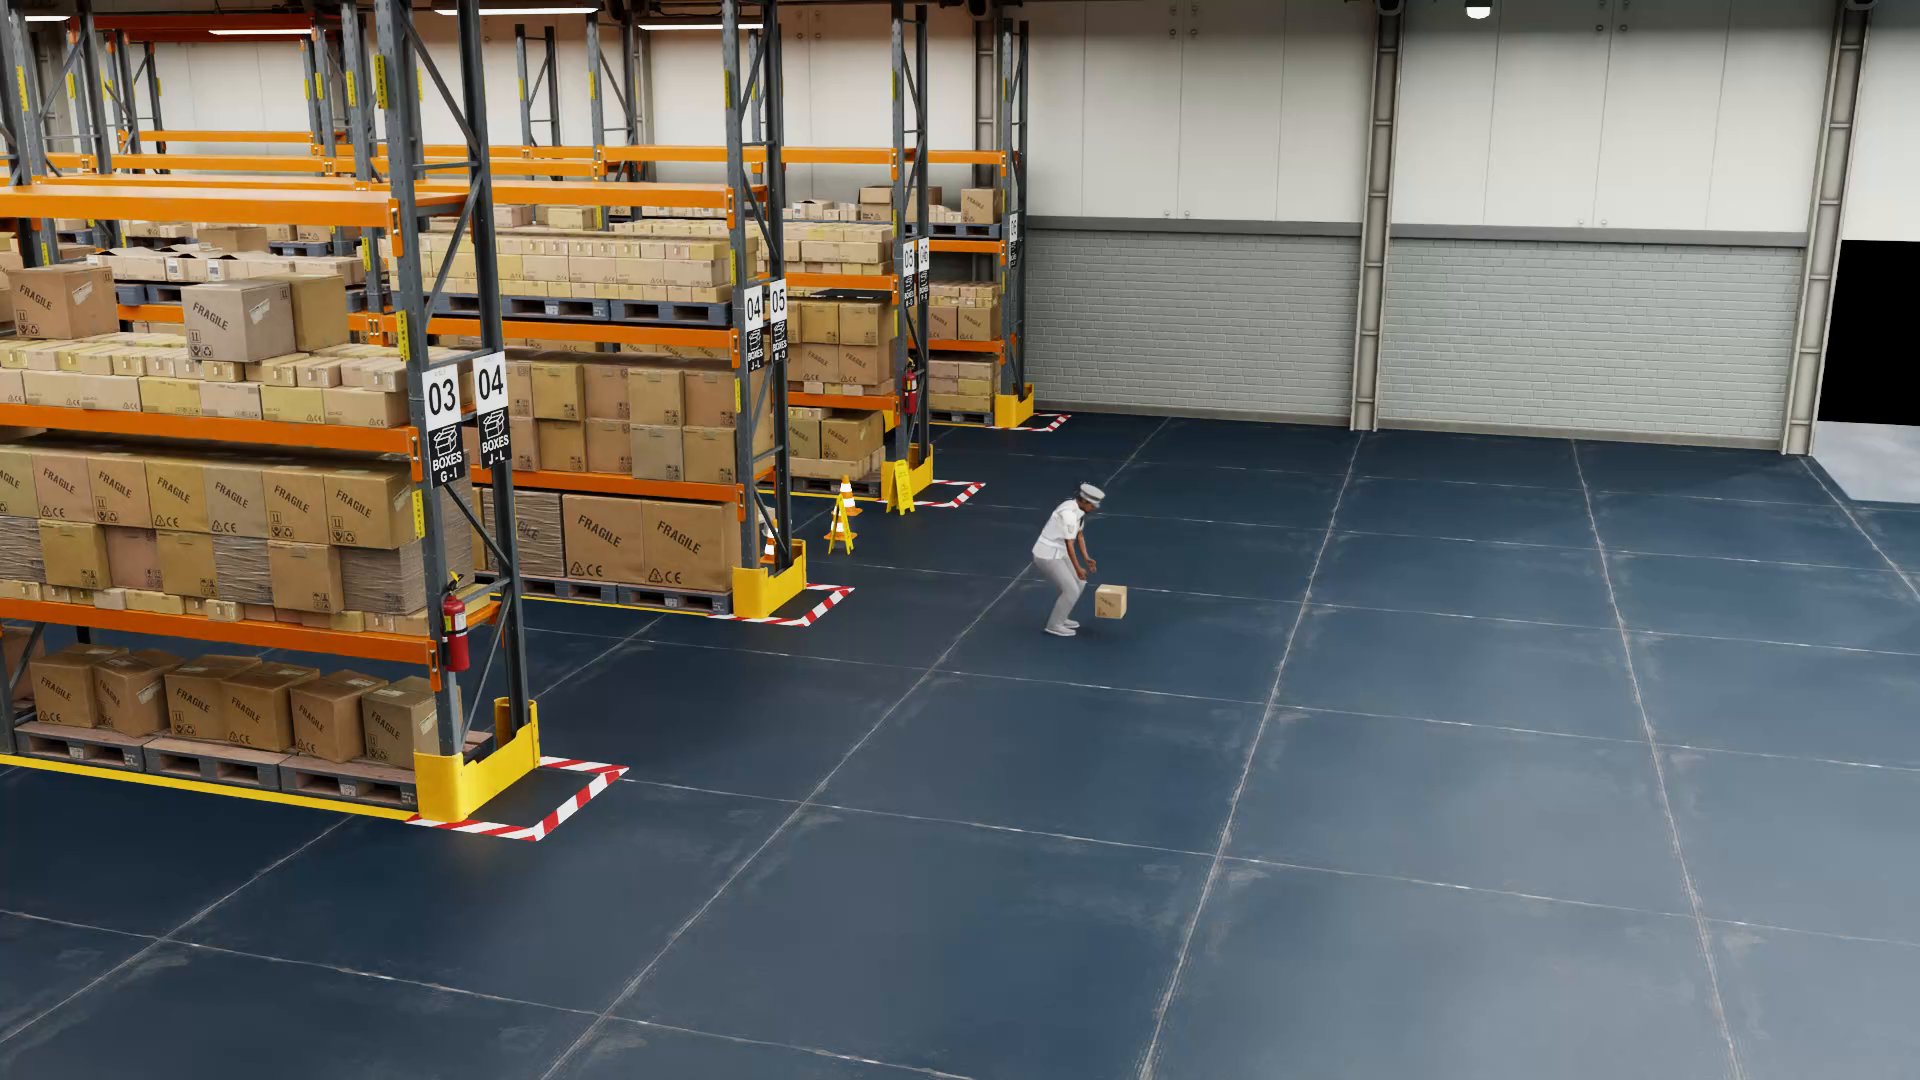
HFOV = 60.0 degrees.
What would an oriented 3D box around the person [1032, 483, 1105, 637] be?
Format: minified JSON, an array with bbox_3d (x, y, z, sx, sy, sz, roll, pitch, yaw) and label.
[{"bbox_3d":[1.031,0.169,15.779,0.670,1.440,0.494,5,16,16],"label":"person"}]
